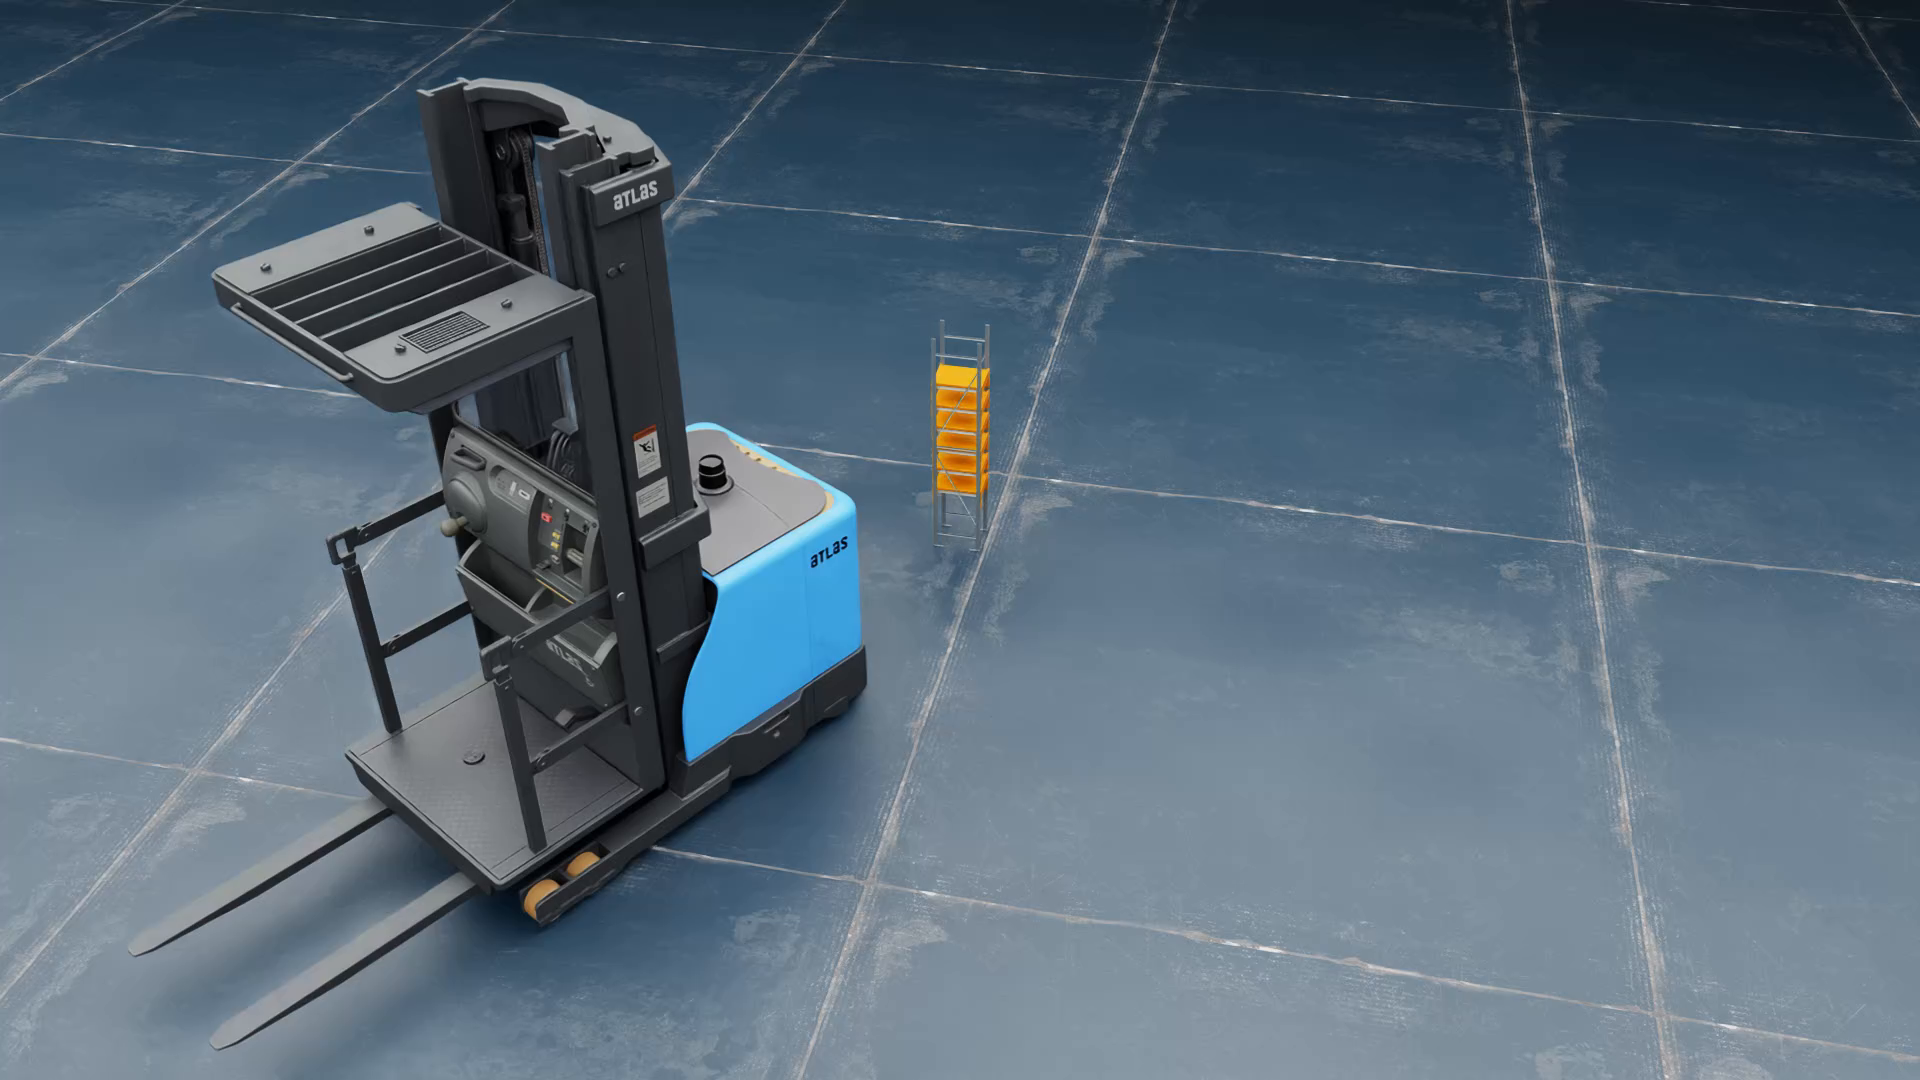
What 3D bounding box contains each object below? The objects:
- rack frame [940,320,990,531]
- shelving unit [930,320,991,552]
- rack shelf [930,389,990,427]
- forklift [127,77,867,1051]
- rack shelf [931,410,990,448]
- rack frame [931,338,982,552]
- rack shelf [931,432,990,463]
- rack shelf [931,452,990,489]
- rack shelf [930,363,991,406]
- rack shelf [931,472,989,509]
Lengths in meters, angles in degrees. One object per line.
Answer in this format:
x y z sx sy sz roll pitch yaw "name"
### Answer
0.023 -0.547 8.252 0.240 1.200 0.006 7 37 10 "rack frame"
0.003 -0.494 8.179 0.258 1.200 0.189 7 37 10 "shelving unit"
0.003 -0.652 8.065 0.258 0.103 0.180 7 37 10 "rack shelf"
-1.783 -0.039 6.076 1.130 2.935 3.031 28 44 33 "forklift"
0.003 -0.555 8.135 0.258 0.103 0.180 7 37 10 "rack shelf"
-0.016 -0.442 8.107 0.240 1.200 0.006 7 37 10 "rack frame"
0.003 -0.458 8.206 0.258 0.103 0.180 7 37 10 "rack shelf"
0.003 -0.361 8.276 0.258 0.103 0.180 7 37 10 "rack shelf"
0.003 -0.750 7.994 0.258 0.103 0.180 7 37 10 "rack shelf"
0.003 -0.264 8.346 0.258 0.103 0.180 7 37 10 "rack shelf"
